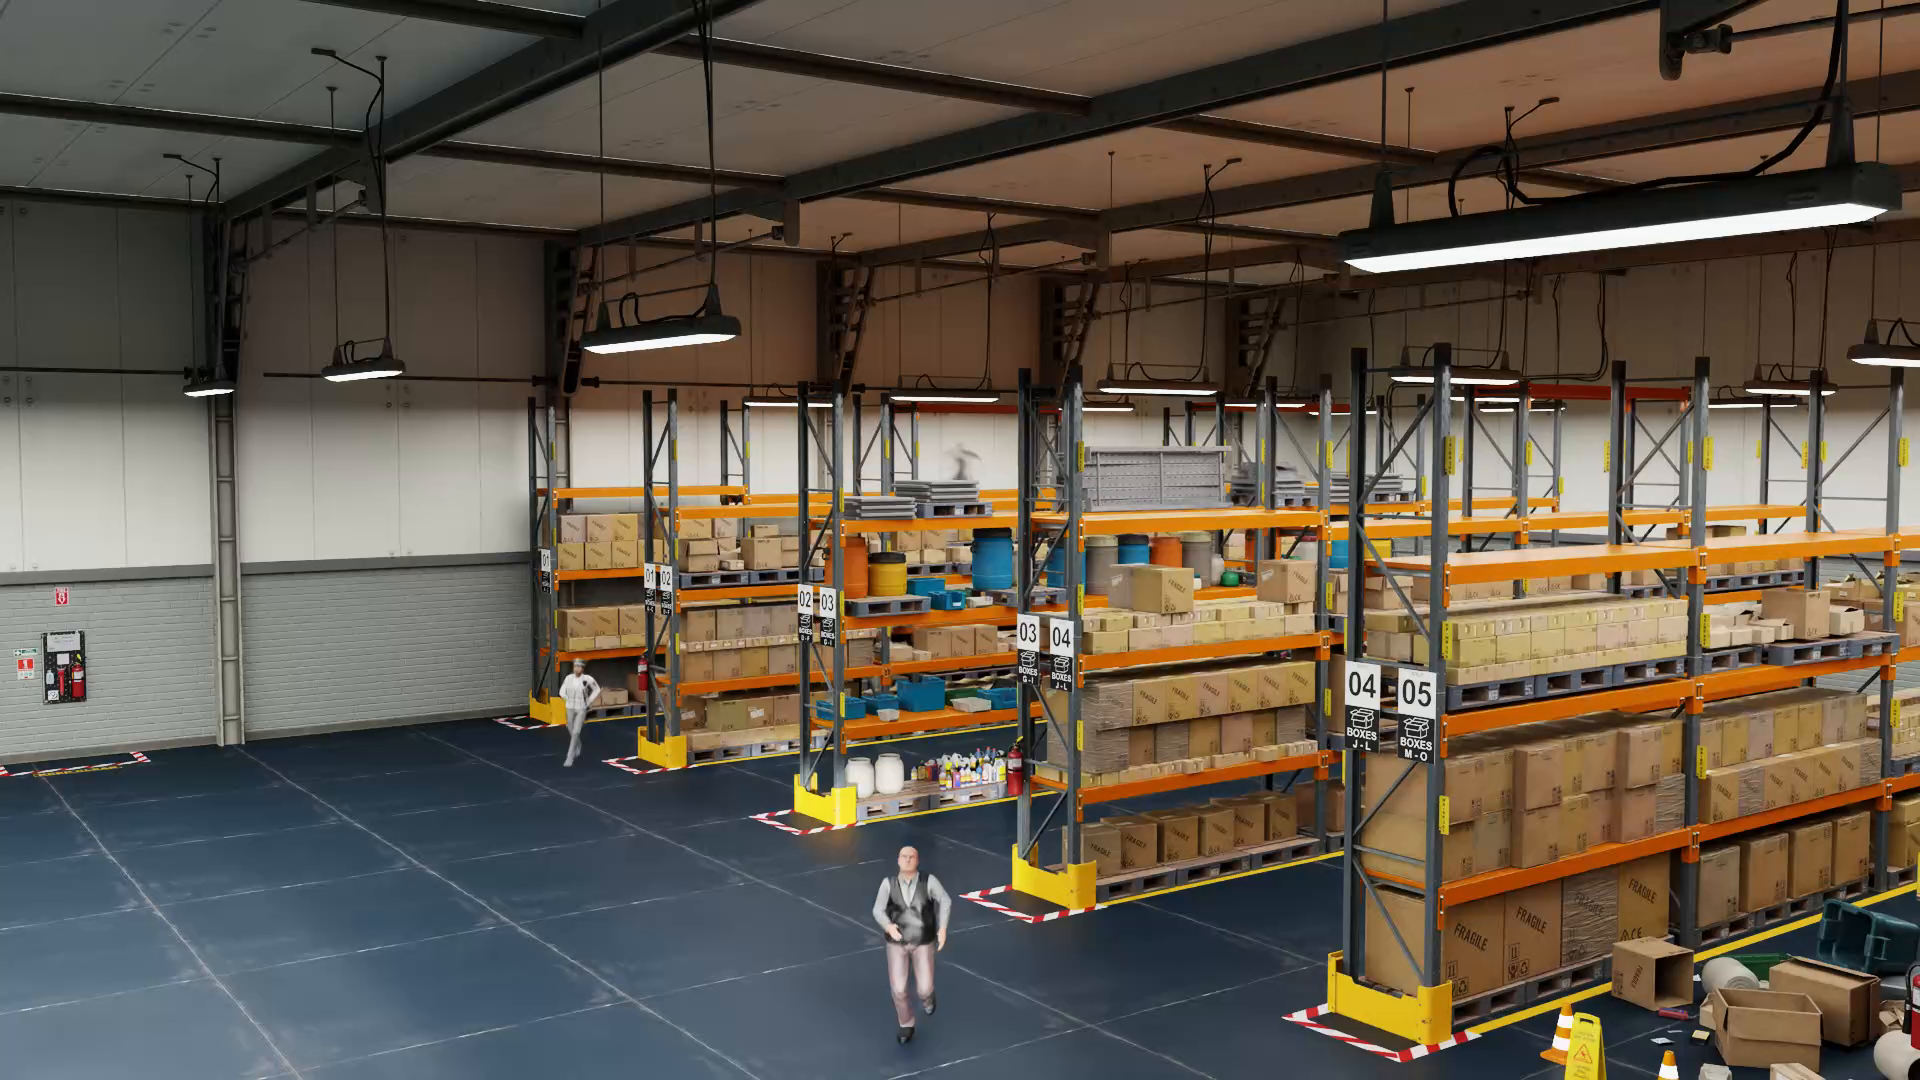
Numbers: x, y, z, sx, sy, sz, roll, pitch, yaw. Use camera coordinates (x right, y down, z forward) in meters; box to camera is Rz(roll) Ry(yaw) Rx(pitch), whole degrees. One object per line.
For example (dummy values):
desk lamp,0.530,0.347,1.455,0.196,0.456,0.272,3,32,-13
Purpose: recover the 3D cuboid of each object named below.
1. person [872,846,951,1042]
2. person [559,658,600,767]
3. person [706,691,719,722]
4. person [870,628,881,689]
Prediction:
person,-0.419,3.484,14.382,0.681,1.674,0.603,0,3,0
person,-6.137,2.737,26.784,0.625,1.711,0.856,1,3,9
person,-4.257,2.519,29.131,0.985,1.776,0.654,-3,5,-42
person,-1.511,2.489,31.670,0.540,1.626,0.640,-3,4,-38
